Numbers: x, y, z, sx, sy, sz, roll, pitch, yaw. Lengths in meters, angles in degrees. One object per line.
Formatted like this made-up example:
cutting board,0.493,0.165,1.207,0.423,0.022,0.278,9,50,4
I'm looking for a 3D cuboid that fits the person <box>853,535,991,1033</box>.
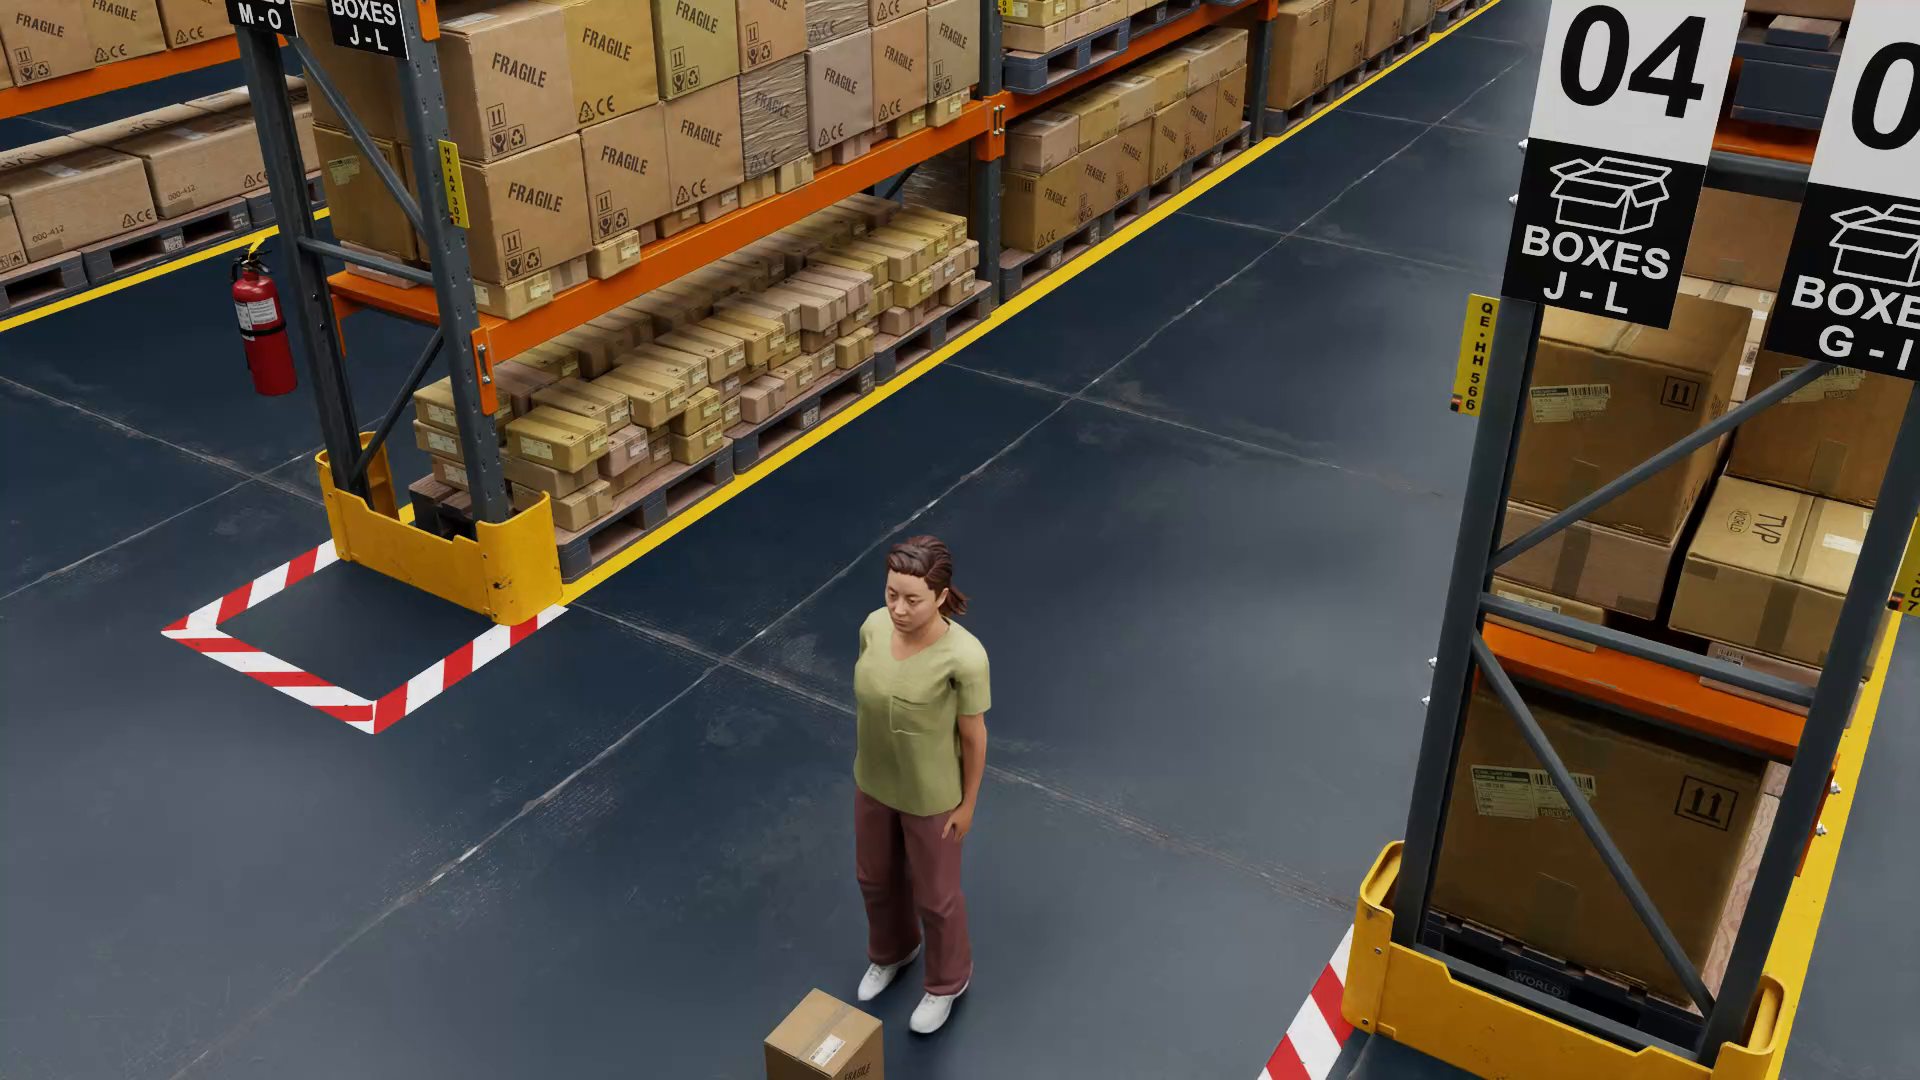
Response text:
person,-0.124,0.740,4.923,0.440,1.701,0.362,19,35,28
